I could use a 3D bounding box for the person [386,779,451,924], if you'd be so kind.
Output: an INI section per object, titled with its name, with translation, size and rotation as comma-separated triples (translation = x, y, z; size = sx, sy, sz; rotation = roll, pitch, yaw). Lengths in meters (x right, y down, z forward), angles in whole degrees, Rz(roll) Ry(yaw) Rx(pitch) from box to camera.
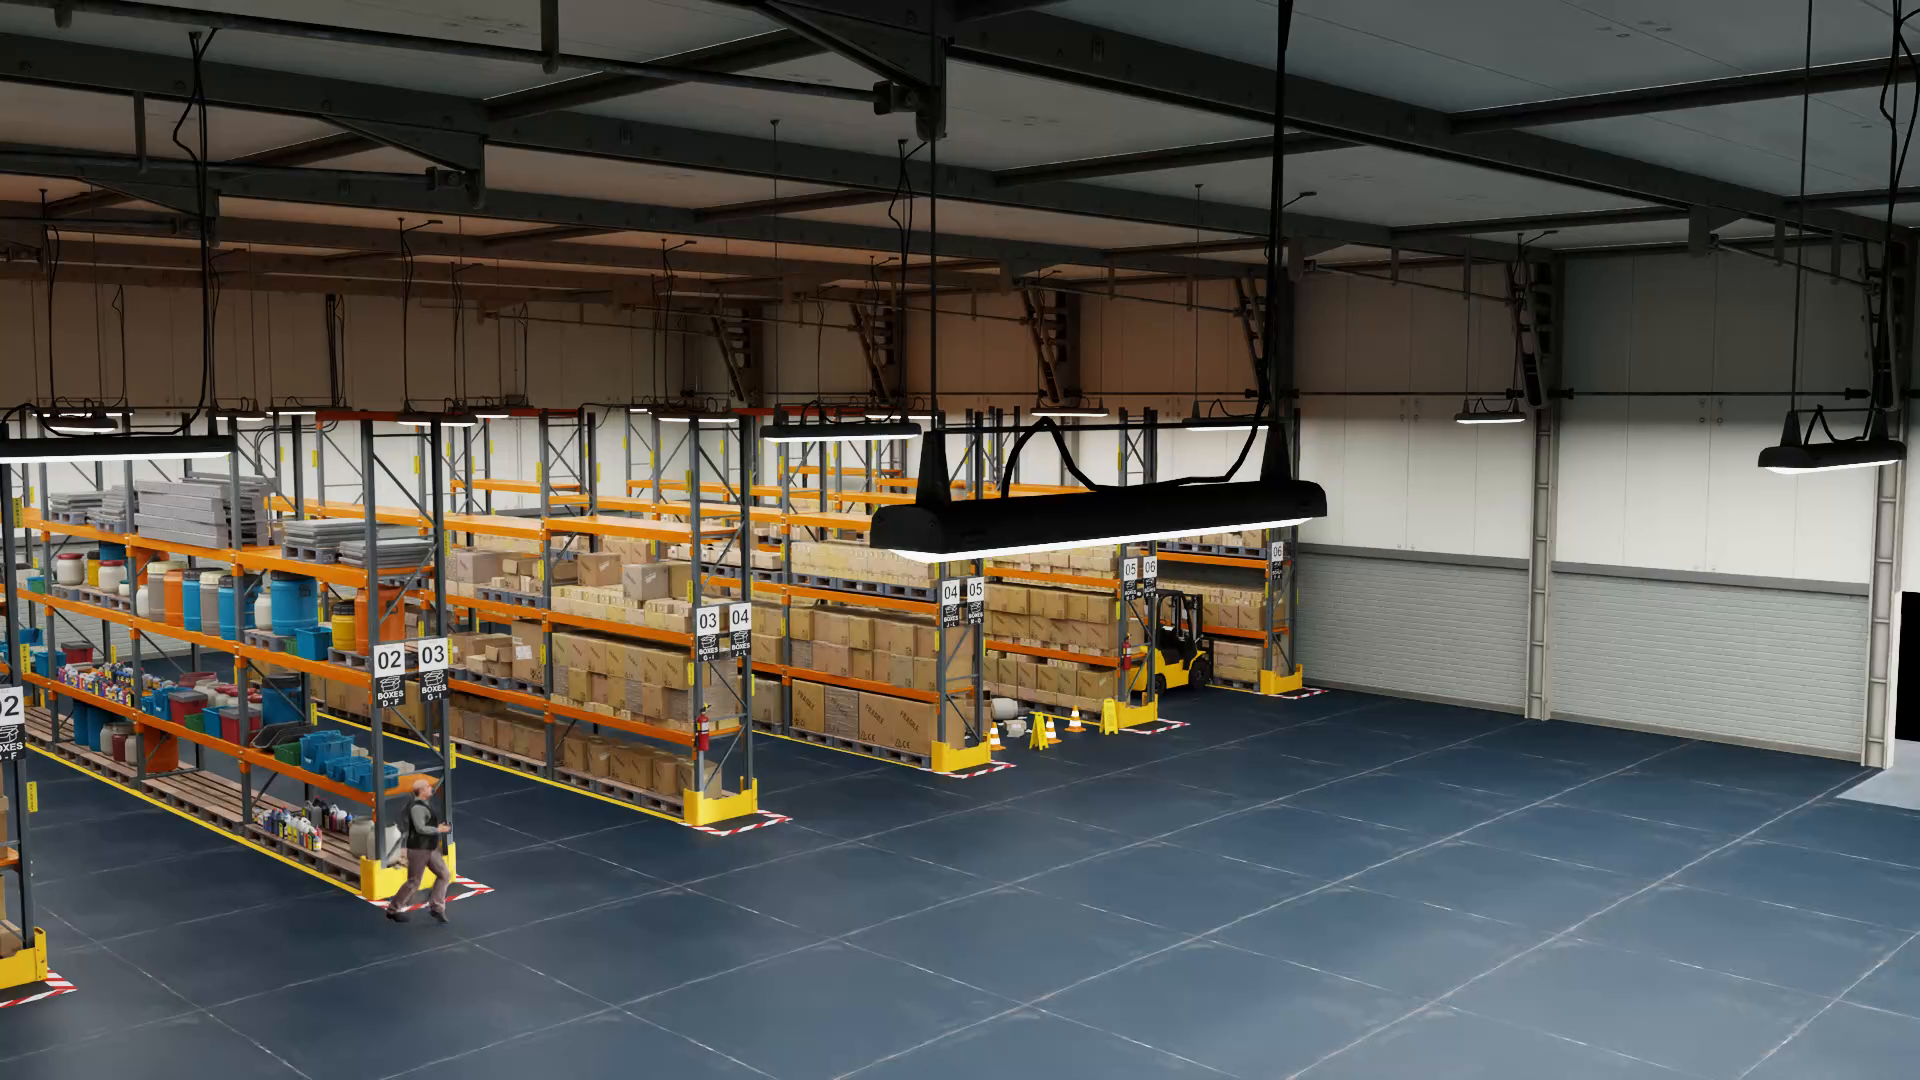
[person]
translation = -6.462, 3.738, 19.852
size = 0.751, 1.769, 0.690
rotation = -1, 5, -8
